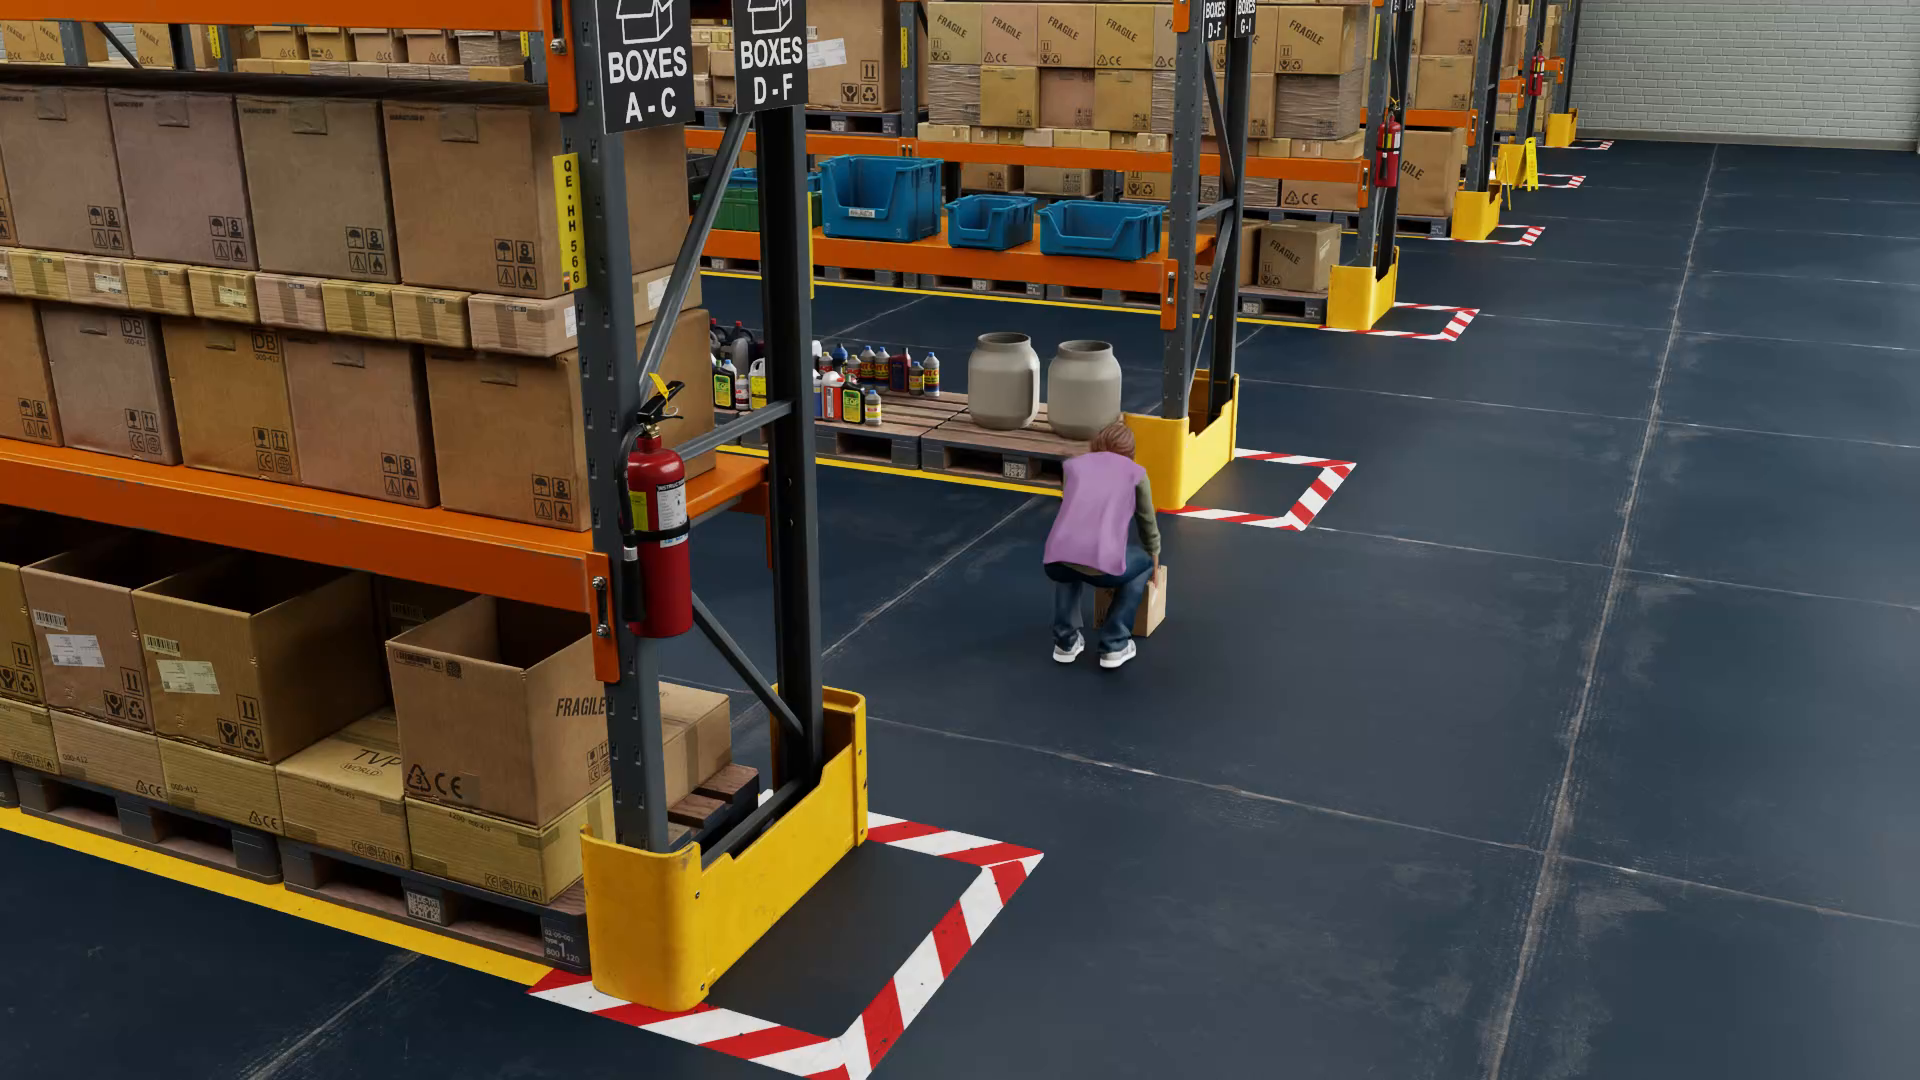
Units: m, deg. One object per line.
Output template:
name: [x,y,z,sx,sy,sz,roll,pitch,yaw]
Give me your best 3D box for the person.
person: [0.579,0.043,6.988,0.444,0.919,0.788,8,21,23]
